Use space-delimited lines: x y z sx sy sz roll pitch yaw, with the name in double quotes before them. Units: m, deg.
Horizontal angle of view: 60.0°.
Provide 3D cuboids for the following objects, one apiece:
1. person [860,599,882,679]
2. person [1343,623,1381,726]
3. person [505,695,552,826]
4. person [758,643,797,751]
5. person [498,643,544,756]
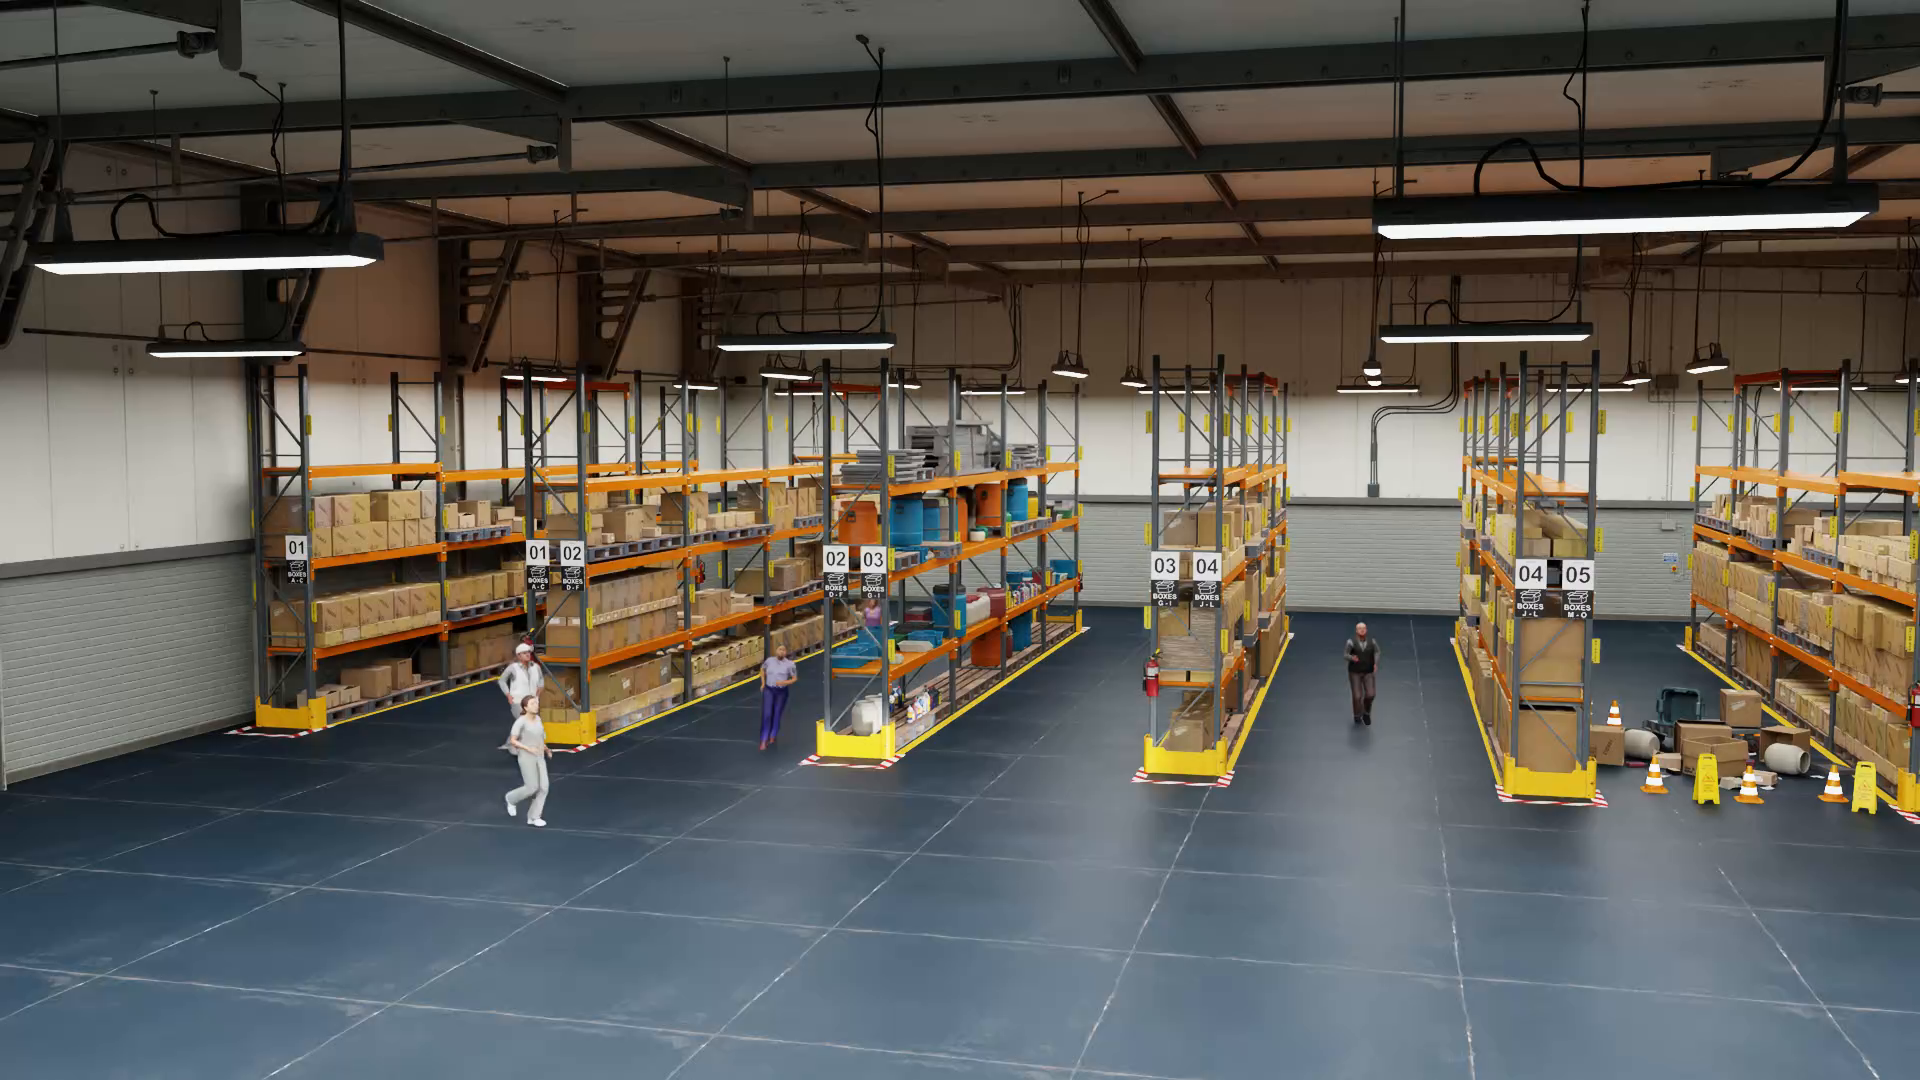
"person" -1.736 1.911 33.151 0.538 1.605 0.877 0 4 4
"person" 6.702 2.247 27.666 0.639 1.718 0.651 0 4 7
"person" -5.410 2.749 20.851 0.639 1.628 0.563 2 5 29
"person" -2.829 2.430 25.816 0.605 1.687 0.663 0 4 -4
"person" -6.482 2.423 24.649 0.837 1.807 0.666 4 5 43
